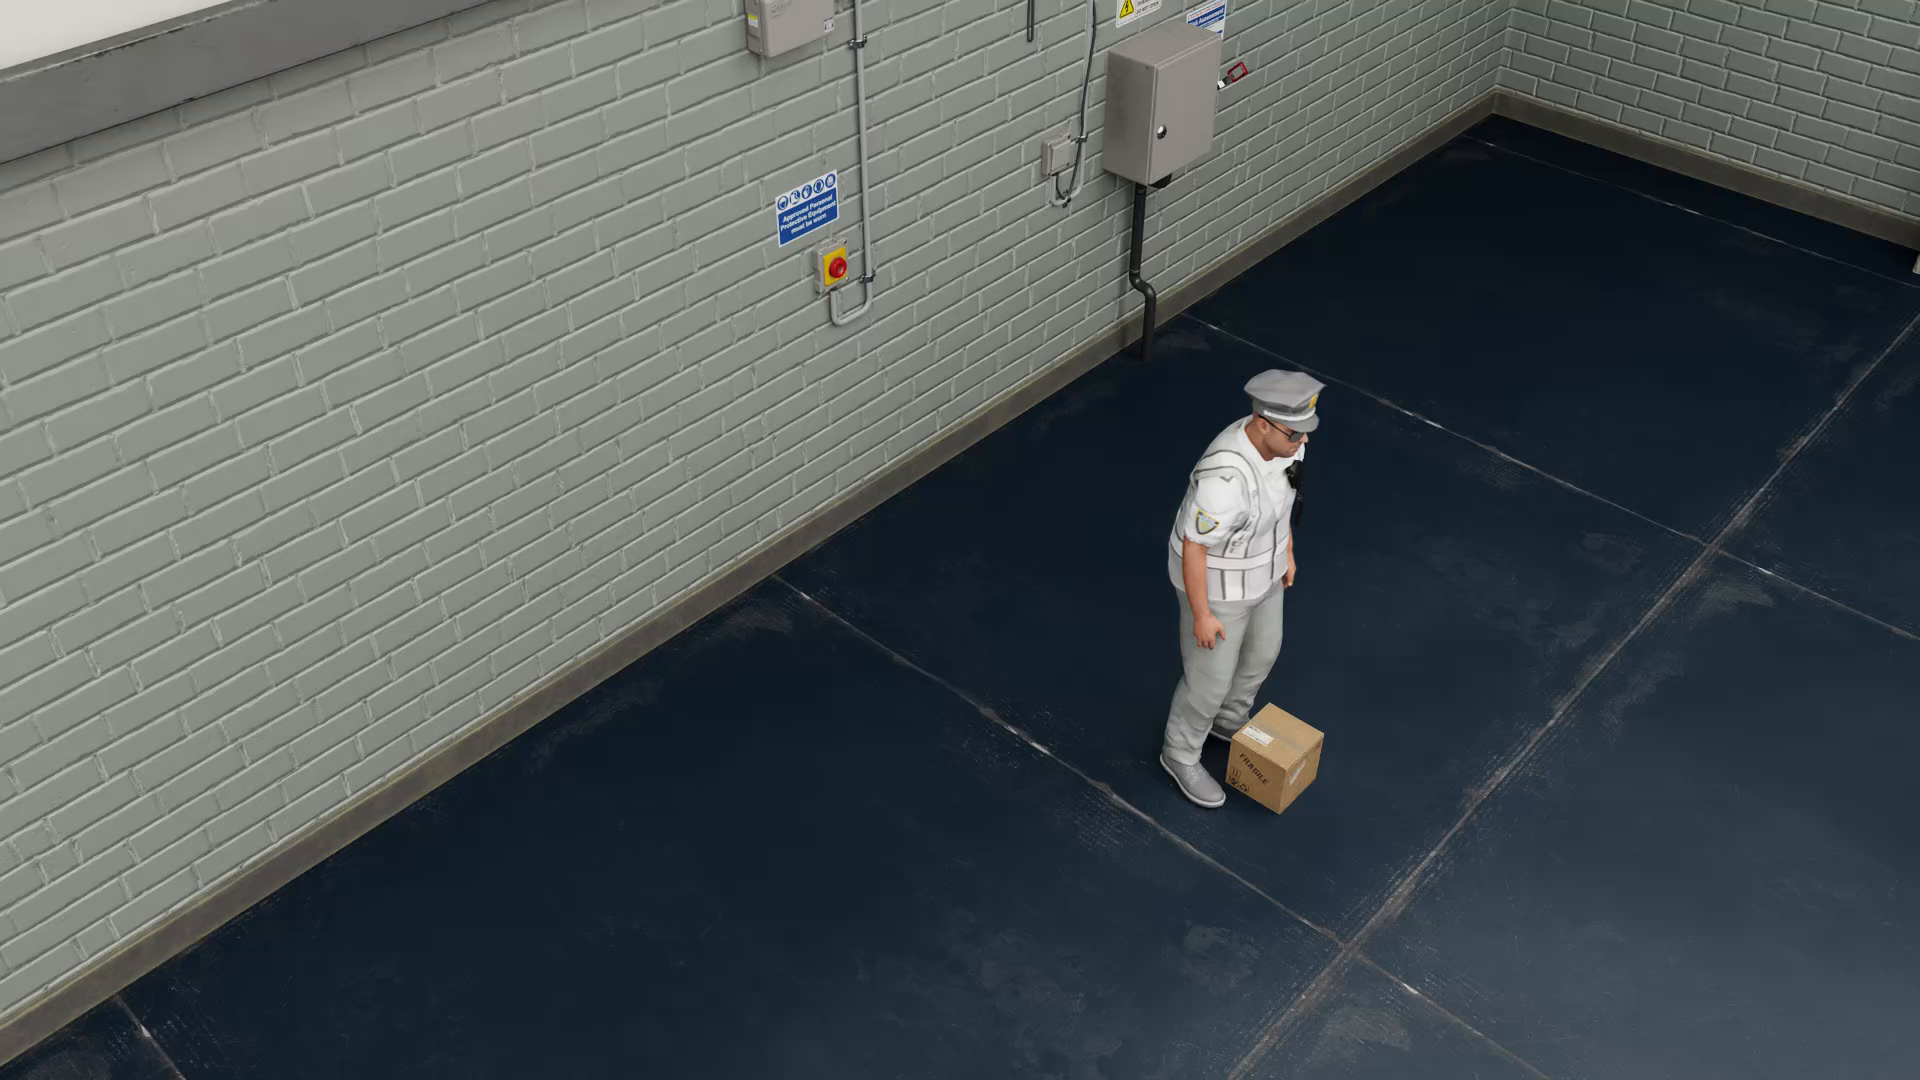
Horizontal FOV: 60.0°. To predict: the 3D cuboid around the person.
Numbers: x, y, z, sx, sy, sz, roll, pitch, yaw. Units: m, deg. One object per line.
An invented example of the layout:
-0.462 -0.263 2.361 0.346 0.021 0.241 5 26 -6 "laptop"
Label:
0.998 0.141 5.974 0.465 1.749 0.585 30 48 32 "person"
